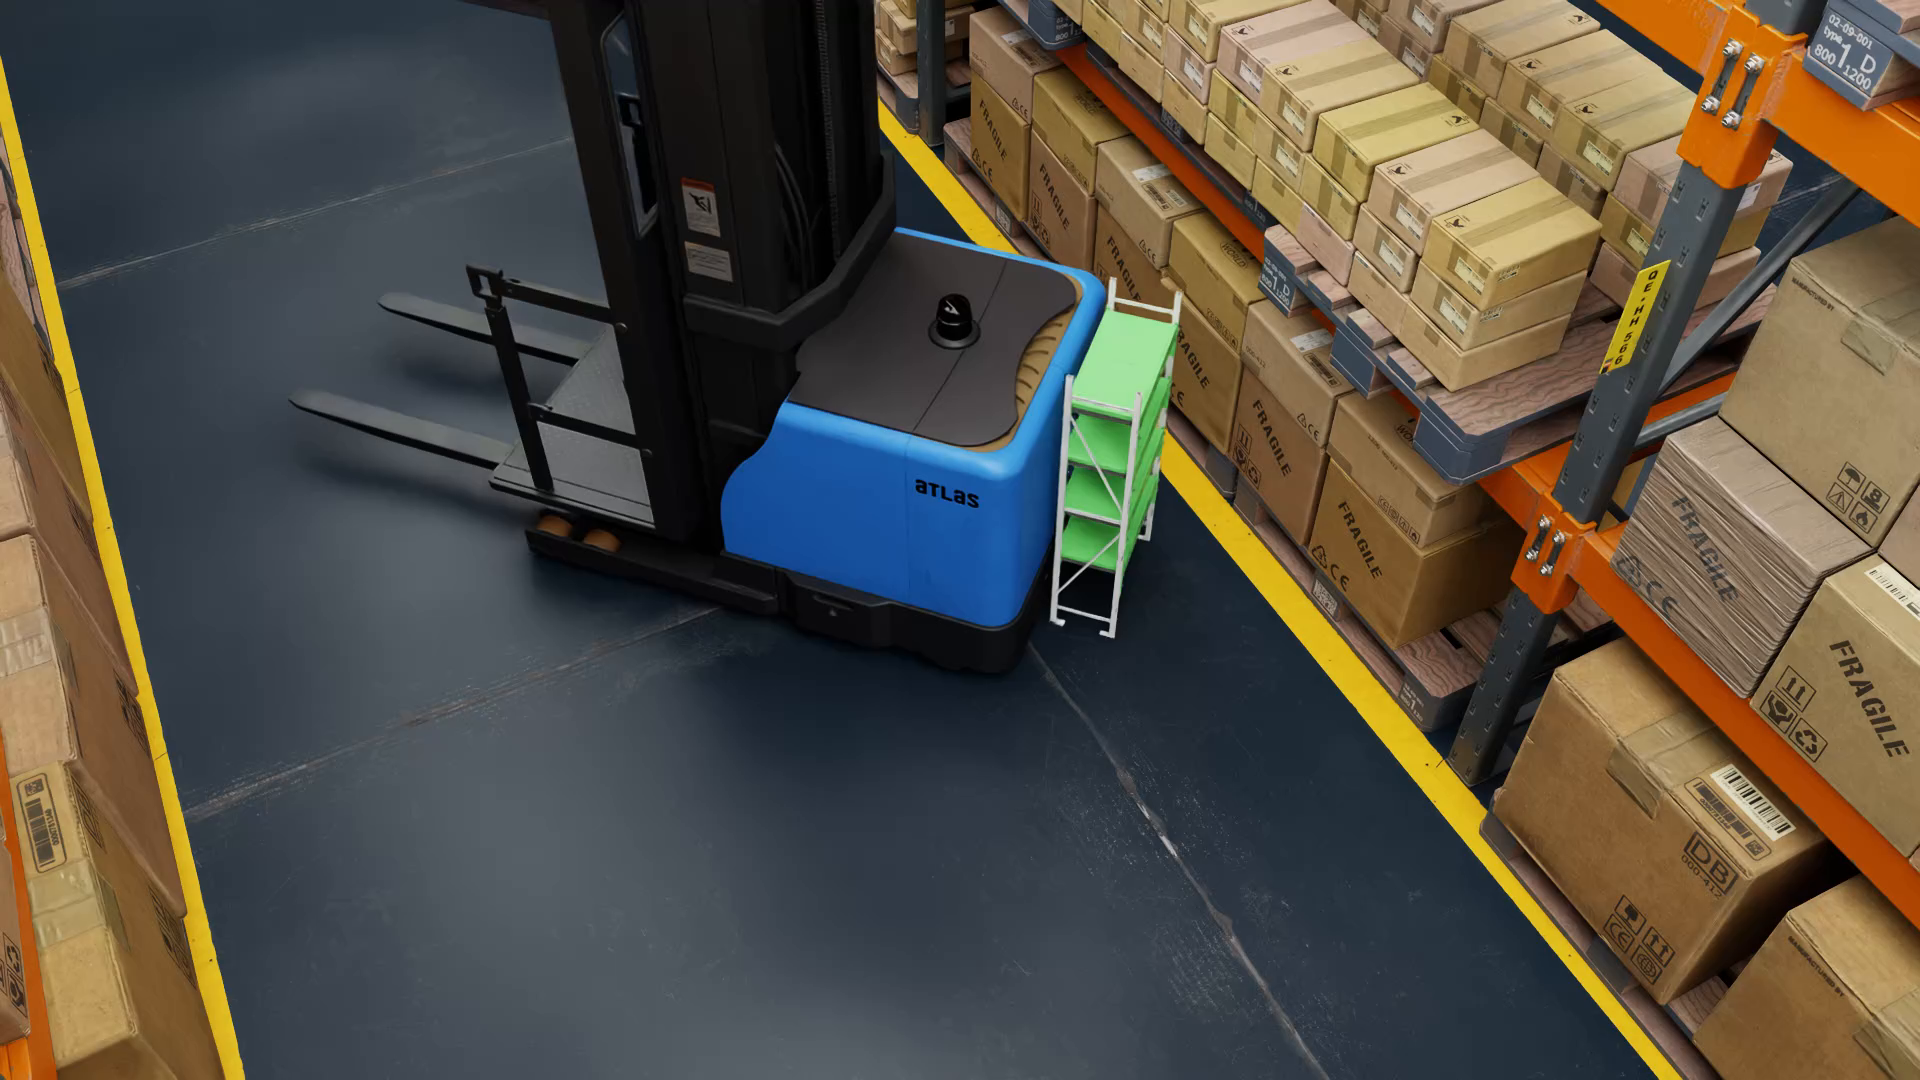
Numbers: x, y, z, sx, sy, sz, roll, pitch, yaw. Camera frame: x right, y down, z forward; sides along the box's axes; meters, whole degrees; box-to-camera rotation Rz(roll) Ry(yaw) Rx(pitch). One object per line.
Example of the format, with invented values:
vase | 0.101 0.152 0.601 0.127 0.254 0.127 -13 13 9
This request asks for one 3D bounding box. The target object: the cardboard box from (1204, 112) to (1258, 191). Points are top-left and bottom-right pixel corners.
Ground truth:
cardboard box | 1.005 -1.286 5.270 0.380 0.149 0.250 -23 53 -19

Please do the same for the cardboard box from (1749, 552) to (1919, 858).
cardboard box | 2.305 0.328 3.904 0.500 0.500 0.500 -22 52 -18

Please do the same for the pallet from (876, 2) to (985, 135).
pallet | -0.065 -2.568 8.356 1.003 0.211 1.213 -21 52 -18

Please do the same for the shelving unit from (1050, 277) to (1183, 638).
shelving unit | 0.521 -0.252 5.673 0.258 1.200 0.503 15 50 13

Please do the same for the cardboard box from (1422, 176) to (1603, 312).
cardboard box | 1.473 -0.793 4.444 0.380 0.149 0.250 -23 53 -19

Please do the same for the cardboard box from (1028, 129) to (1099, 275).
cardboard box | 0.620 -1.425 6.885 0.500 0.500 0.500 -19 52 -16

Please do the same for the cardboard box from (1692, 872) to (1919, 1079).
cardboard box | 2.706 1.253 4.377 1.050 0.750 0.750 -20 52 -17

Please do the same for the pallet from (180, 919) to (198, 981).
pallet | -2.646 1.633 4.681 1.003 0.211 1.213 -21 52 -18

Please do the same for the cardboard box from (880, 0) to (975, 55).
cardboard box | -0.153 -2.448 7.816 0.380 0.149 0.250 -20 52 -17

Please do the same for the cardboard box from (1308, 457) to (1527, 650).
cardboard box | 1.571 -0.038 5.672 0.500 0.500 0.500 -21 52 -18

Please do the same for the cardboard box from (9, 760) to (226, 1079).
cardboard box | -2.649 1.361 4.199 1.225 0.875 0.875 -23 53 -19

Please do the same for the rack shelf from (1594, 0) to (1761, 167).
rack shelf | 1.189 -2.461 4.895 1.077 0.370 4.000 -21 52 -18

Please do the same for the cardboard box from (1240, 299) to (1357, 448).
cardboard box | 1.318 -0.636 5.697 0.500 0.250 0.500 -20 52 -17

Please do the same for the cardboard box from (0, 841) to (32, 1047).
cardboard box | -2.332 0.817 3.476 0.500 0.500 0.500 -20 52 -16

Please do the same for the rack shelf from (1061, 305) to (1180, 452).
rack shelf | 0.521 -0.526 5.360 0.258 0.148 0.480 15 50 13

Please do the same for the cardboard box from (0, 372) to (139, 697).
cardboard box | -3.462 0.172 5.239 1.225 0.875 0.875 -23 53 -19

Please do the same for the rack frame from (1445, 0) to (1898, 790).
rack frame | 2.105 -0.372 4.582 1.000 3.000 0.127 -21 52 -18

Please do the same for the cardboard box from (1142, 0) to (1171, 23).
cardboard box | 0.765 -1.834 5.354 0.380 0.149 0.250 -20 52 -16

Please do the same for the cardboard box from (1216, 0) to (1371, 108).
cardboard box | 1.009 -1.478 5.043 0.380 0.149 0.250 -21 52 -18

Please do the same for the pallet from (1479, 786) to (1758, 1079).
pallet | 2.398 1.100 5.148 1.003 0.211 1.213 -21 52 -18

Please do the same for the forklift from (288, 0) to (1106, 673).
forklift | -1.065 -1.201 5.353 3.031 2.935 1.130 16 51 13

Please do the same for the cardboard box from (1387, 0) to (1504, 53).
cardboard box | 1.586 -1.702 5.238 0.380 0.149 0.250 -19 51 -16

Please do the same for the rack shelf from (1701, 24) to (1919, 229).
rack shelf | 3.020 0.216 2.553 1.077 0.370 4.000 -21 52 -18

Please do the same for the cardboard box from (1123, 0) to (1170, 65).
cardboard box | 0.763 -1.734 5.464 0.380 0.149 0.250 -22 52 -18

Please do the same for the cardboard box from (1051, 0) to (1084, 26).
cardboard box | 0.519 -1.992 5.887 0.380 0.149 0.250 -23 53 -19

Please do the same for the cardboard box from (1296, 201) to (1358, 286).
cardboard box | 1.240 -0.938 4.966 0.380 0.149 0.250 -20 52 -17

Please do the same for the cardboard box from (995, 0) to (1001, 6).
cardboard box | 0.393 -2.603 8.149 0.380 0.149 0.250 -23 53 -19

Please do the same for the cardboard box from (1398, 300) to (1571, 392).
cardboard box | 1.470 -0.599 4.669 0.380 0.149 0.250 -20 52 -17

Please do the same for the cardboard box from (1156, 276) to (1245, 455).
cardboard box | 1.080 -0.735 6.281 0.500 0.500 0.500 -23 53 -19

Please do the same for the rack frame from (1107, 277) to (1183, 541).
rack frame | 0.601 -0.425 5.825 0.240 1.200 0.015 15 50 13

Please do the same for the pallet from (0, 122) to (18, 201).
pallet | -5.023 -1.844 7.722 1.003 0.211 1.213 -21 52 -18

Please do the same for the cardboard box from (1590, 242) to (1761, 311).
cardboard box | 2.079 -0.796 4.842 0.380 0.149 0.250 -22 52 -18

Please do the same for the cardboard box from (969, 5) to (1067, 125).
cardboard box | 0.377 -2.026 6.912 0.500 0.250 0.500 -23 53 -19

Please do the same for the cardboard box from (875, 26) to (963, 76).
cardboard box | -0.208 -2.394 7.966 0.380 0.149 0.250 -21 52 -17

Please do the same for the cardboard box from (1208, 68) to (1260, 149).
cardboard box | 1.001 -1.387 5.161 0.380 0.149 0.250 -21 52 -18

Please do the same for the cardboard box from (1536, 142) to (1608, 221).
cardboard box | 1.936 -1.099 4.909 0.380 0.149 0.250 -19 51 -16

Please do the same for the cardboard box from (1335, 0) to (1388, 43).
cardboard box | 1.471 -1.779 5.504 0.380 0.149 0.250 -22 52 -18

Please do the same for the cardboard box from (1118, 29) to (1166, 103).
cardboard box | 0.760 -1.641 5.580 0.380 0.149 0.250 -23 53 -19

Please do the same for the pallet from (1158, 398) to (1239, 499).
pallet | 1.194 -0.793 6.803 1.003 0.211 1.213 -21 52 -18

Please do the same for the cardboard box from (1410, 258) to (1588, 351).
cardboard box | 1.474 -0.699 4.559 0.380 0.149 0.250 -20 52 -17

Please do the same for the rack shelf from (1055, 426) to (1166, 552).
rack shelf | 0.521 -0.210 5.721 0.258 0.148 0.480 15 50 13

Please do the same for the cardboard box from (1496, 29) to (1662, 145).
cardboard box | 1.832 -1.344 4.925 0.380 0.149 0.250 -21 52 -18

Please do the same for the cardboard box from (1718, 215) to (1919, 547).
cardboard box | 2.301 -0.430 3.903 0.700 0.500 0.500 -21 52 -18

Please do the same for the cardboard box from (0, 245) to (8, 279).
cardboard box | -4.413 -1.316 6.541 0.875 0.875 0.875 -21 52 -18

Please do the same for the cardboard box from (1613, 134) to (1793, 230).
cardboard box | 2.063 -1.002 4.626 0.380 0.149 0.250 -21 52 -17

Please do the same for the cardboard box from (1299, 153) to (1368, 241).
cardboard box | 1.227 -1.052 4.868 0.380 0.149 0.250 -20 52 -17

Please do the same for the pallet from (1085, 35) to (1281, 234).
pallet | 1.162 -1.619 5.801 1.003 0.211 1.213 -21 52 -18

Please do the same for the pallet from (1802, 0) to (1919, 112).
pallet | 2.446 -0.885 3.164 1.213 0.211 1.003 -19 51 -16

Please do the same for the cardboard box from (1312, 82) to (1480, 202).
cardboard box | 1.240 -1.138 4.745 0.380 0.149 0.250 -20 52 -16

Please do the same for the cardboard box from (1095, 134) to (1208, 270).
cardboard box | 0.853 -1.327 6.302 0.500 0.250 0.500 -19 52 -16

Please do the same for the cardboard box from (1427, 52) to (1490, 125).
cardboard box | 1.695 -1.445 5.211 0.380 0.149 0.250 -21 52 -17
